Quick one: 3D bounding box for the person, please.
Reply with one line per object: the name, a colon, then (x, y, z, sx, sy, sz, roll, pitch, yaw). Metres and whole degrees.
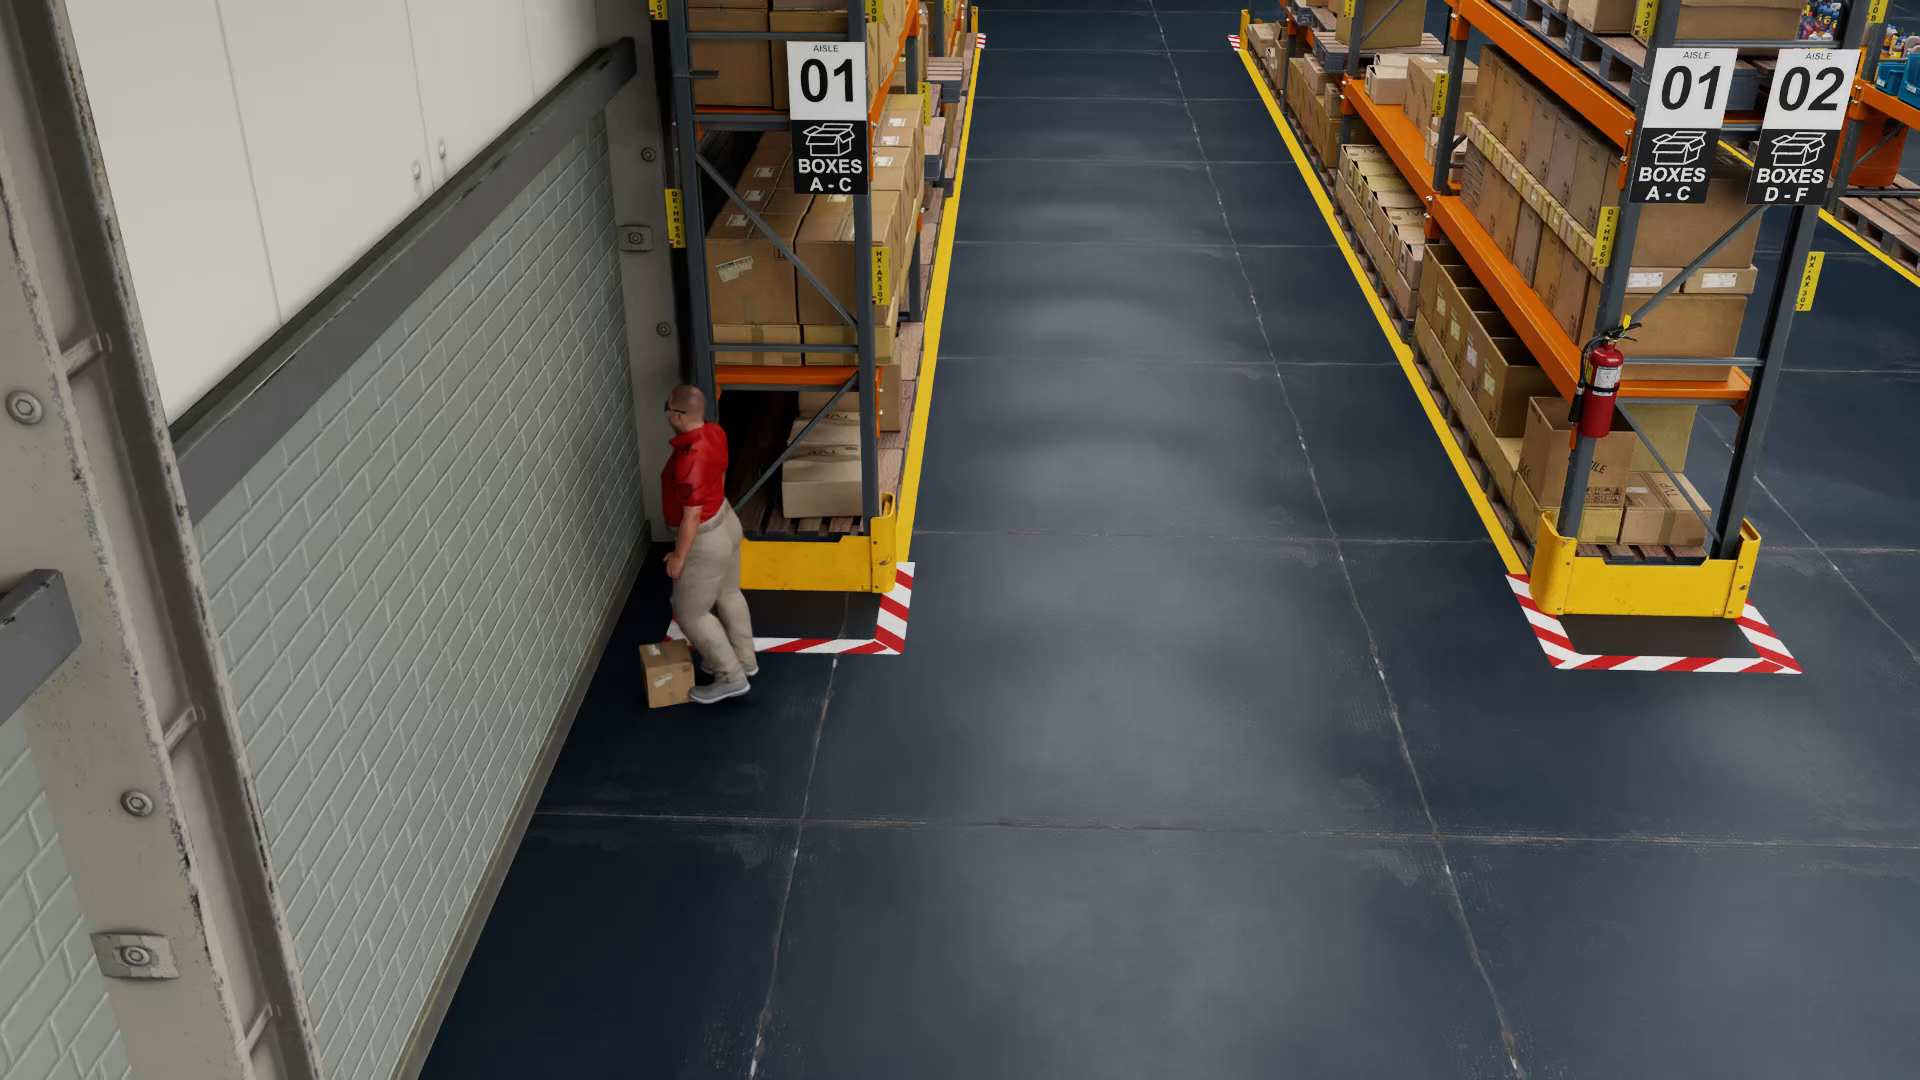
person: (-1.308, 0.001, 8.606, 0.424, 1.717, 0.552, 4, 28, 8)
